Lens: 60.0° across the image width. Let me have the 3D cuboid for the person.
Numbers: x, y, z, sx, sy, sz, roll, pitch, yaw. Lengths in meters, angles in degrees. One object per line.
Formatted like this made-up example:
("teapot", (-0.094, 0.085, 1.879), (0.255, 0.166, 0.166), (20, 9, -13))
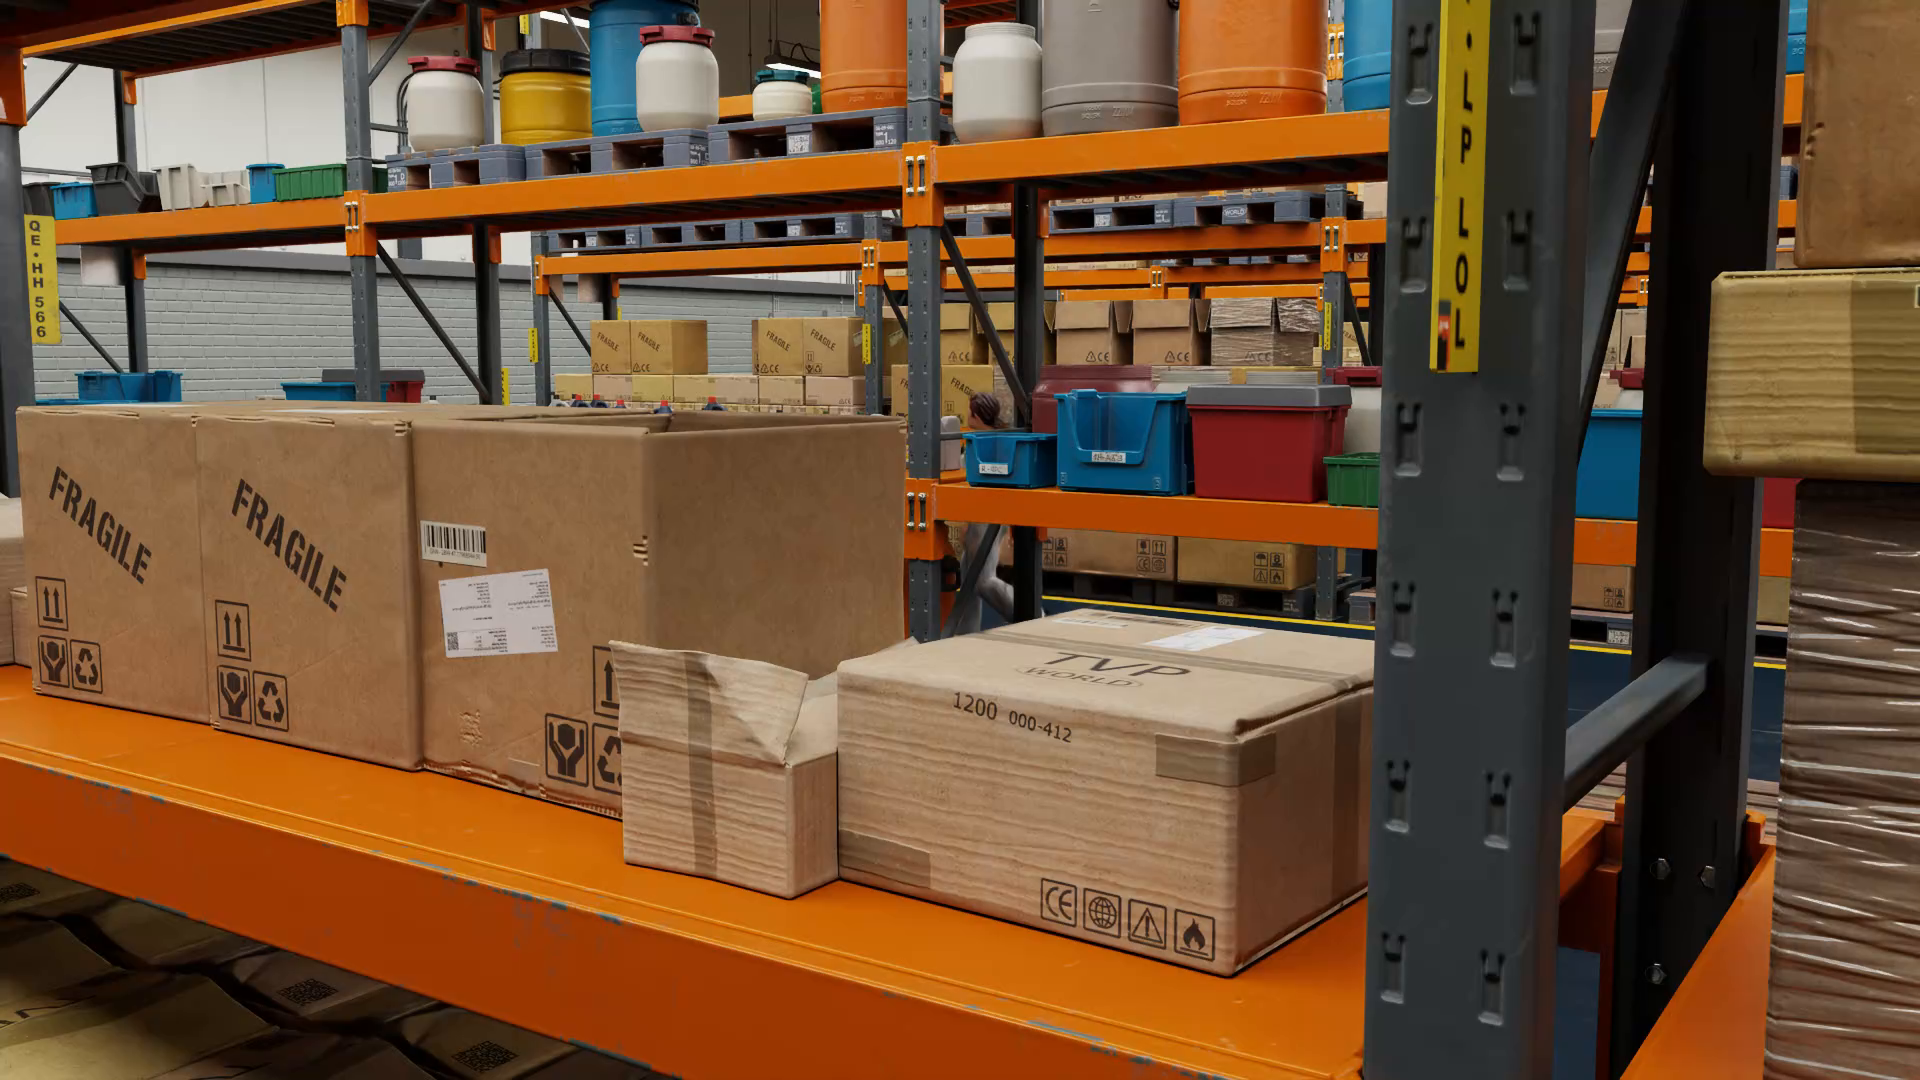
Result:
("person", (0.213, -0.104, 10.383), (0.909, 1.641, 0.438), (3, 7, 28))
